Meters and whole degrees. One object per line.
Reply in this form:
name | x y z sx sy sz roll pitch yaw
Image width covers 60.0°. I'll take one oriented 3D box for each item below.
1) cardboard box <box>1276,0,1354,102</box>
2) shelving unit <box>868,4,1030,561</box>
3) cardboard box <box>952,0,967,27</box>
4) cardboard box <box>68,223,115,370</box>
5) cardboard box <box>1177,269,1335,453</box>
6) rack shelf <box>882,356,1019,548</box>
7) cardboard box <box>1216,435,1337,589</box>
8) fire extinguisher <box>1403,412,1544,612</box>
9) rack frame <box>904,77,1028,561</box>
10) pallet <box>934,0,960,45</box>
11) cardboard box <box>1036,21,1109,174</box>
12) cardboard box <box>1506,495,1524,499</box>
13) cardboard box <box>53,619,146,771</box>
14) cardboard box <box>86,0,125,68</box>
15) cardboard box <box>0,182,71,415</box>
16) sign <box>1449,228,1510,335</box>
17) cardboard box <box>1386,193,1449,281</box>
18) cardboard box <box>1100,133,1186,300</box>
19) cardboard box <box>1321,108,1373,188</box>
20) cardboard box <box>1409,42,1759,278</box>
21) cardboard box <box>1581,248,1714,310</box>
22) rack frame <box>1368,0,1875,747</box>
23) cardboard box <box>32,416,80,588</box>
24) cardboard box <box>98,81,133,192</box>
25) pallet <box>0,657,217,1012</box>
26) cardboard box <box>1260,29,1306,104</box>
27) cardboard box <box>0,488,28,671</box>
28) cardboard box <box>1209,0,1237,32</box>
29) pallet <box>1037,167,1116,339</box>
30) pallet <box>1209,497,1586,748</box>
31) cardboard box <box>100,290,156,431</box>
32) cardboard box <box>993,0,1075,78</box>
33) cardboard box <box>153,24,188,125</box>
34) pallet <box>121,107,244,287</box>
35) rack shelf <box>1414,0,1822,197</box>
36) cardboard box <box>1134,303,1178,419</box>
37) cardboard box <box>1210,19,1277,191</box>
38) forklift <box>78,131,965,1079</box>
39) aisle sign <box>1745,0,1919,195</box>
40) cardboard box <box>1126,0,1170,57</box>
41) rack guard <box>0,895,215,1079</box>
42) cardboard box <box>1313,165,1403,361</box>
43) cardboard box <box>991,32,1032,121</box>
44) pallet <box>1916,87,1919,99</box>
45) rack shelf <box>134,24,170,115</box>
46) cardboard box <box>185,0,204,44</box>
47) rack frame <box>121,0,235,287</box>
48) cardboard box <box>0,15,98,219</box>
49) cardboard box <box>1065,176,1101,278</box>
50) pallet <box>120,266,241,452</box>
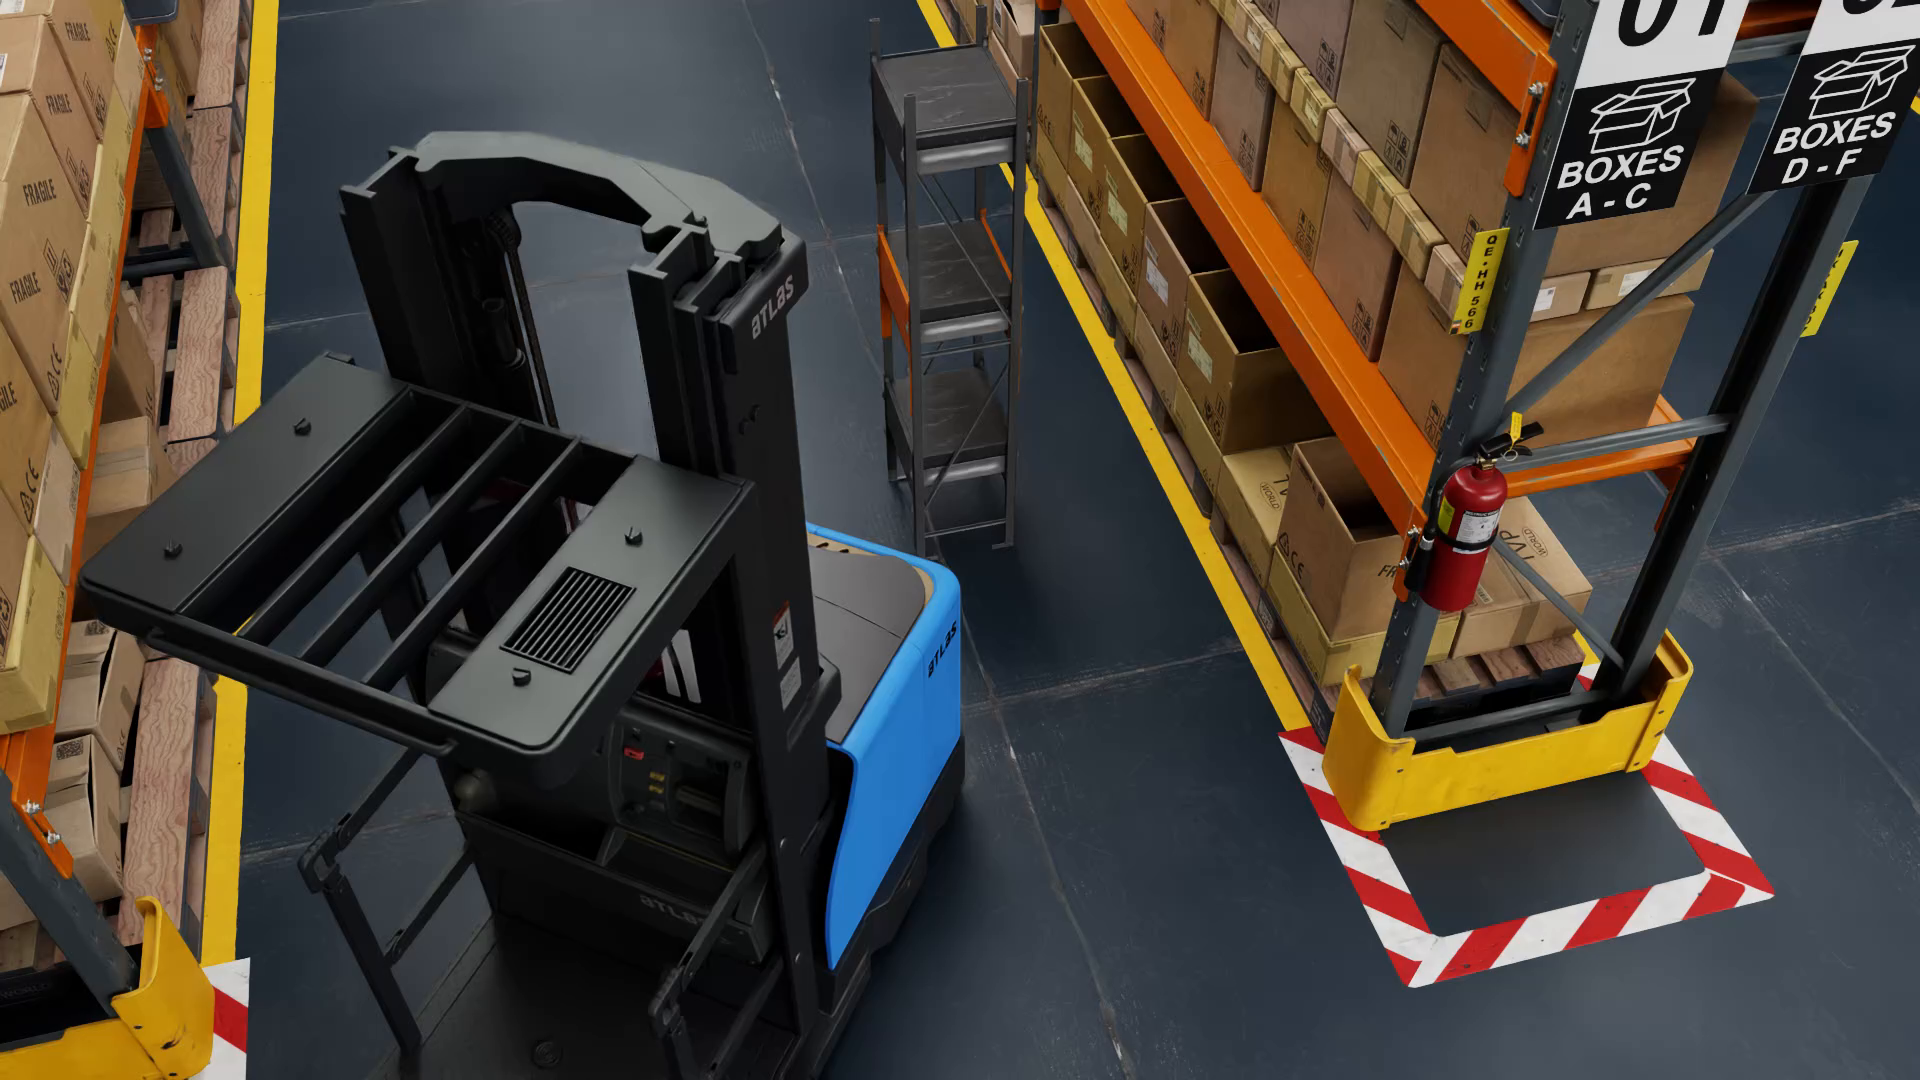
cardboard box | 1.492 -1.832 5.467 0.700 0.500 0.500 -11 47 -10
shelving unit | -0.042 -0.849 6.112 0.431 2.100 0.503 -11 47 -10
cardboard box | 0.213 -3.154 9.372 0.500 0.250 0.500 -10 46 -9
cardboard box | -3.122 -0.771 5.496 0.500 0.250 0.500 -10 46 -10
cardboard box | 1.187 -0.722 6.464 0.500 0.500 0.500 -11 47 -10
rack shelf | -0.042 -0.350 6.622 0.431 0.518 0.480 -11 47 -10
cardboard box | 1.320 -0.115 6.394 0.500 0.250 0.500 -11 47 -10
fire extinguisher | 1.463 -0.078 4.780 0.296 0.674 0.183 -11 47 -10
rack frame | 0.020 -0.681 5.947 0.400 2.100 0.015 -11 47 -10
pallet | 0.316 -3.403 9.937 1.003 0.211 1.213 -11 47 -10
cardboard box | 0.674 -2.103 7.817 0.500 0.500 0.500 -11 47 -10
cardboard box | 1.828 -0.212 6.488 0.500 0.250 0.500 -11 47 -10
cardboard box | -3.142 0.536 5.699 0.500 0.311 0.500 -7 46 -7
cardboard box | -3.510 -2.072 6.246 0.500 0.500 0.500 -11 47 -10
cardboard box | -2.980 -0.666 4.868 0.500 0.500 0.500 -12 47 -12
sign | 1.354 -0.670 4.330 0.100 0.325 0.005 -11 47 -10
cardboard box | 1.532 -0.943 5.050 0.380 0.149 0.250 -10 46 -9
cardboard box | 0.930 -1.413 7.140 0.500 0.500 0.500 -11 47 -10
cardboard box | 1.404 -1.294 5.393 0.380 0.149 0.250 -10 46 -10
cardboard box | 1.761 -1.122 4.771 0.700 0.500 0.500 -11 47 -10
cardboard box | 1.990 -0.844 4.953 0.380 0.149 0.250 -11 47 -11
rack frame | 1.882 -0.272 4.916 1.000 3.000 0.127 -11 47 -10
cardboard box | -2.870 -0.069 4.808 0.500 0.250 0.500 -12 47 -12
cardboard box | -3.396 -1.462 6.174 0.500 0.250 0.500 -11 47 -10
pallet | -3.099 0.993 5.629 1.003 0.211 1.213 -11 47 -10
cardboard box | 1.267 -1.656 5.749 0.380 0.149 0.250 -10 46 -9
cardboard box | -2.737 0.035 4.181 0.500 0.500 0.500 -11 47 -10
cardboard box | 1.140 -2.006 6.091 0.380 0.149 0.250 -11 47 -11
pallet | 1.021 -1.501 8.073 1.003 0.211 1.213 -11 47 -10
pallet | 1.646 0.184 6.422 1.003 0.211 1.213 -11 47 -10
cardboard box | -3.625 -0.695 6.773 0.500 0.500 0.500 -14 47 -13
cardboard box | 0.477 -2.641 8.477 0.500 0.311 0.500 -11 47 -10
cardboard box | -4.315 -2.257 8.304 0.700 0.500 0.500 -12 47 -11
pallet | -4.130 -1.686 8.255 1.003 0.211 1.213 -11 47 -10
rack shelf | 1.370 -2.451 5.455 1.077 0.370 4.000 -11 47 -10
cardboard box | 1.064 -0.806 7.071 0.500 0.250 0.500 -11 47 -10
cardboard box | 1.376 -1.700 6.245 0.700 0.500 0.500 -9 46 -9
forklift | -1.034 0.647 4.063 1.130 2.935 3.031 17 48 16
aisle sign | 2.195 -1.192 3.998 0.394 0.787 0.004 -11 47 -10
cardboard box | 1.119 -2.400 6.932 0.700 0.500 0.500 -11 47 -11
rack guard | -2.925 1.459 4.970 1.175 0.500 0.348 -11 47 -10
cardboard box | 1.636 -0.993 5.553 0.700 0.500 0.500 -10 46 -9
cardboard box | 0.472 -2.451 8.683 0.500 0.250 0.500 -11 47 -11
pallet | 5.779 -2.489 9.042 1.003 0.211 1.213 -11 47 -10
rack shelf | -4.442 -3.254 8.342 1.077 0.370 4.000 -11 47 -10
cardboard box | -4.545 -2.963 8.996 0.700 0.500 0.500 -11 47 -11
rack frame | -3.930 -2.125 6.732 1.000 3.000 0.127 -11 47 -10
cardboard box | -3.258 -1.379 5.567 0.500 0.500 0.500 -12 47 -11
cardboard box | 0.807 -1.496 7.747 0.500 0.250 0.500 -11 47 -10
pallet | -3.723 -0.692 7.280 1.003 0.211 1.213 -11 47 -10
